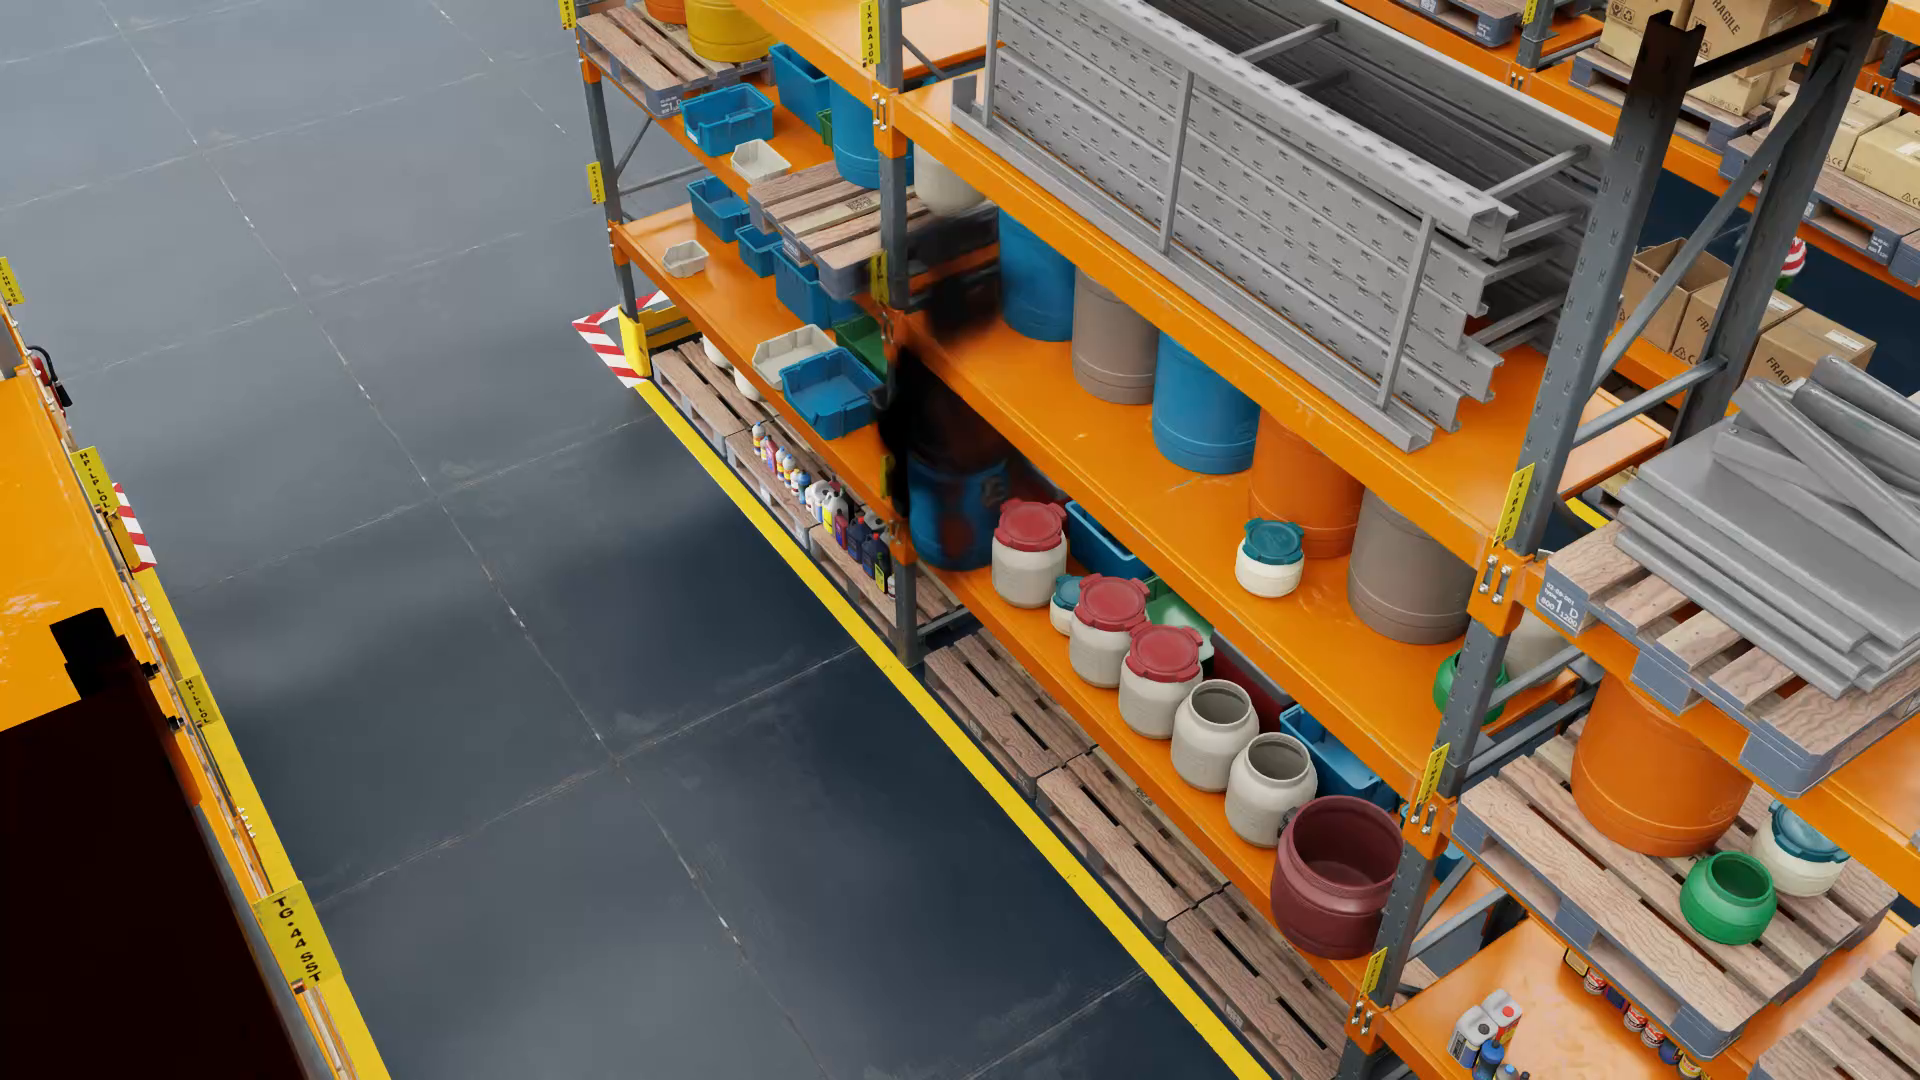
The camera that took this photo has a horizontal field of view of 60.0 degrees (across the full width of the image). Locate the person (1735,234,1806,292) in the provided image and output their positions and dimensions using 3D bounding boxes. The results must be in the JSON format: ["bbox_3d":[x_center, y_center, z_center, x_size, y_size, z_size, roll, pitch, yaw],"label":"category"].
[{"bbox_3d":[6.328,-2.110,12.816,0.803,1.682,0.640,24,48,24],"label":"person"}]
